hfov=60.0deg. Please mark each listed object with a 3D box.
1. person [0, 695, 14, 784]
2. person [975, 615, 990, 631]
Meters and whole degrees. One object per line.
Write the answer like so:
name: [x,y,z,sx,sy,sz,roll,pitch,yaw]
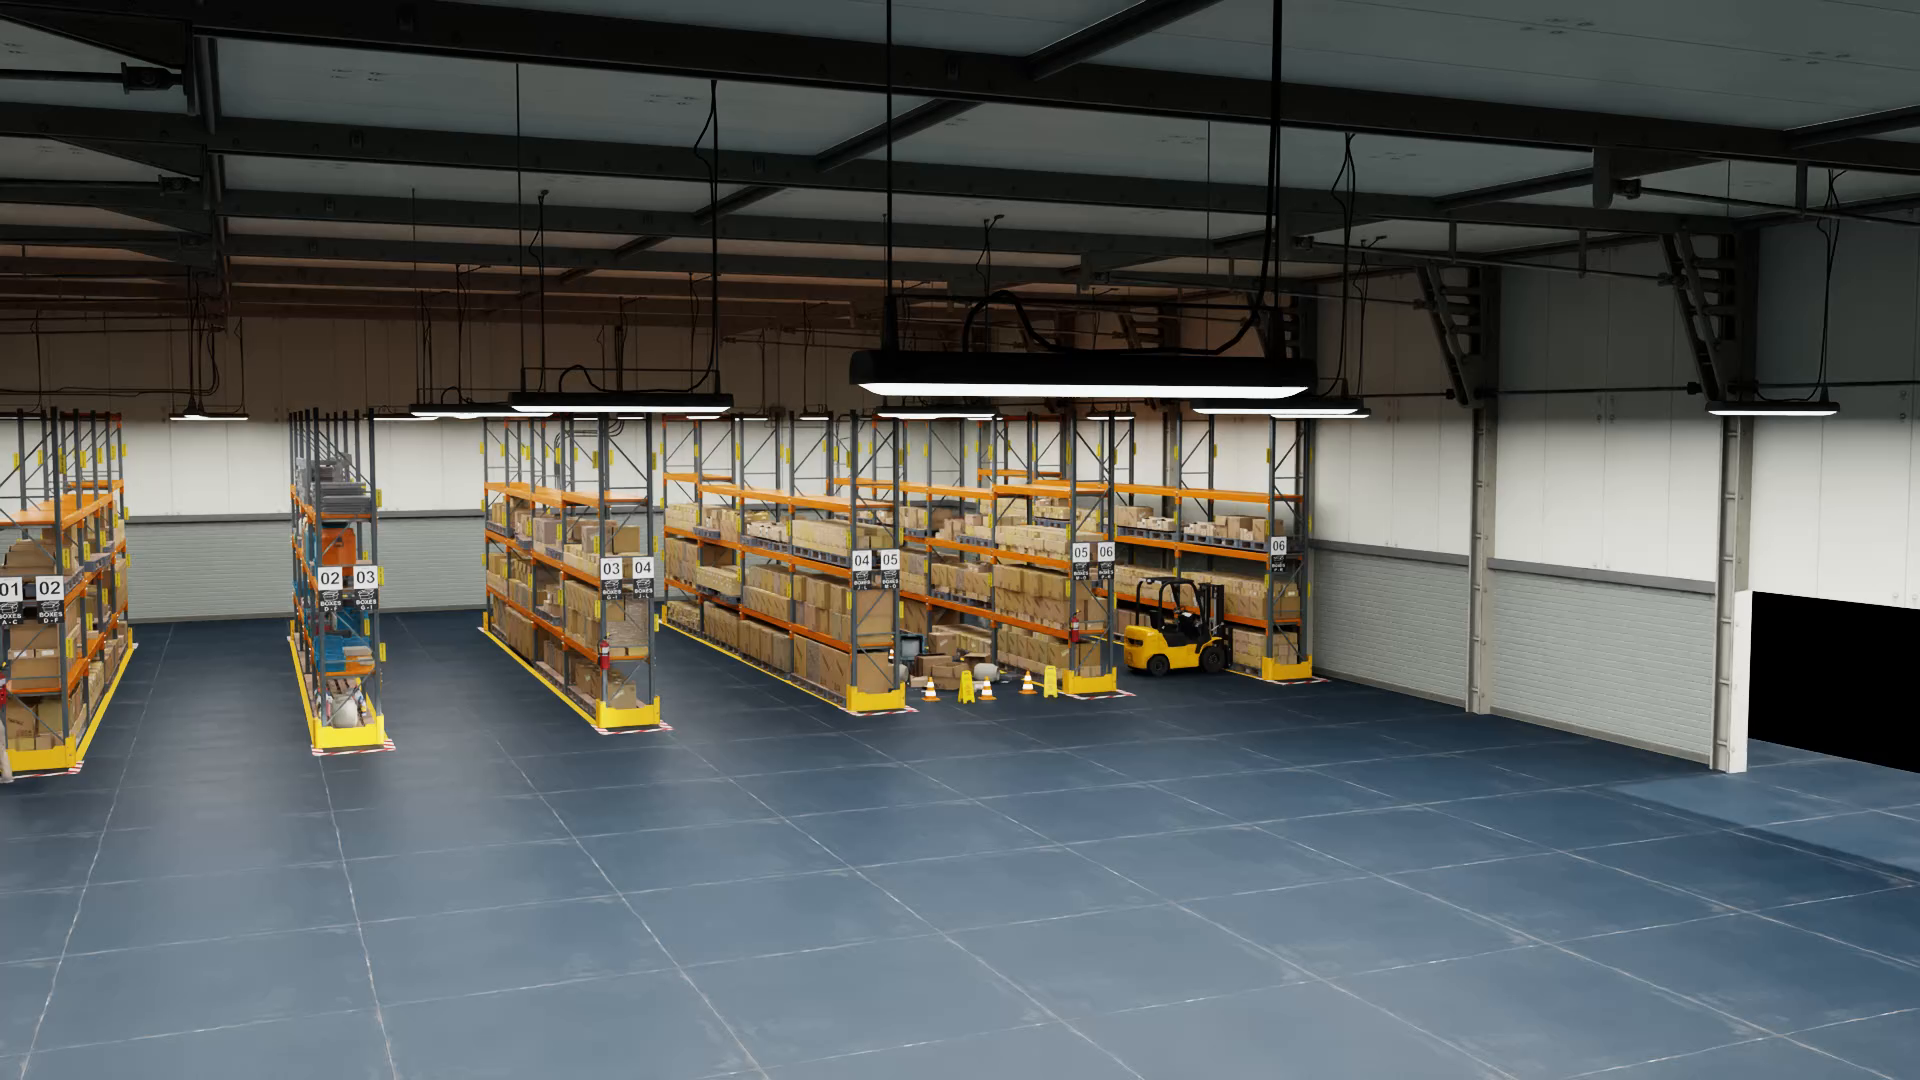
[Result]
person: [-15.403,3.031,26.310,0.797,1.728,0.579,1,4,12]
person: [0.656,1.624,45.988,0.397,1.787,0.569,3,5,37]
